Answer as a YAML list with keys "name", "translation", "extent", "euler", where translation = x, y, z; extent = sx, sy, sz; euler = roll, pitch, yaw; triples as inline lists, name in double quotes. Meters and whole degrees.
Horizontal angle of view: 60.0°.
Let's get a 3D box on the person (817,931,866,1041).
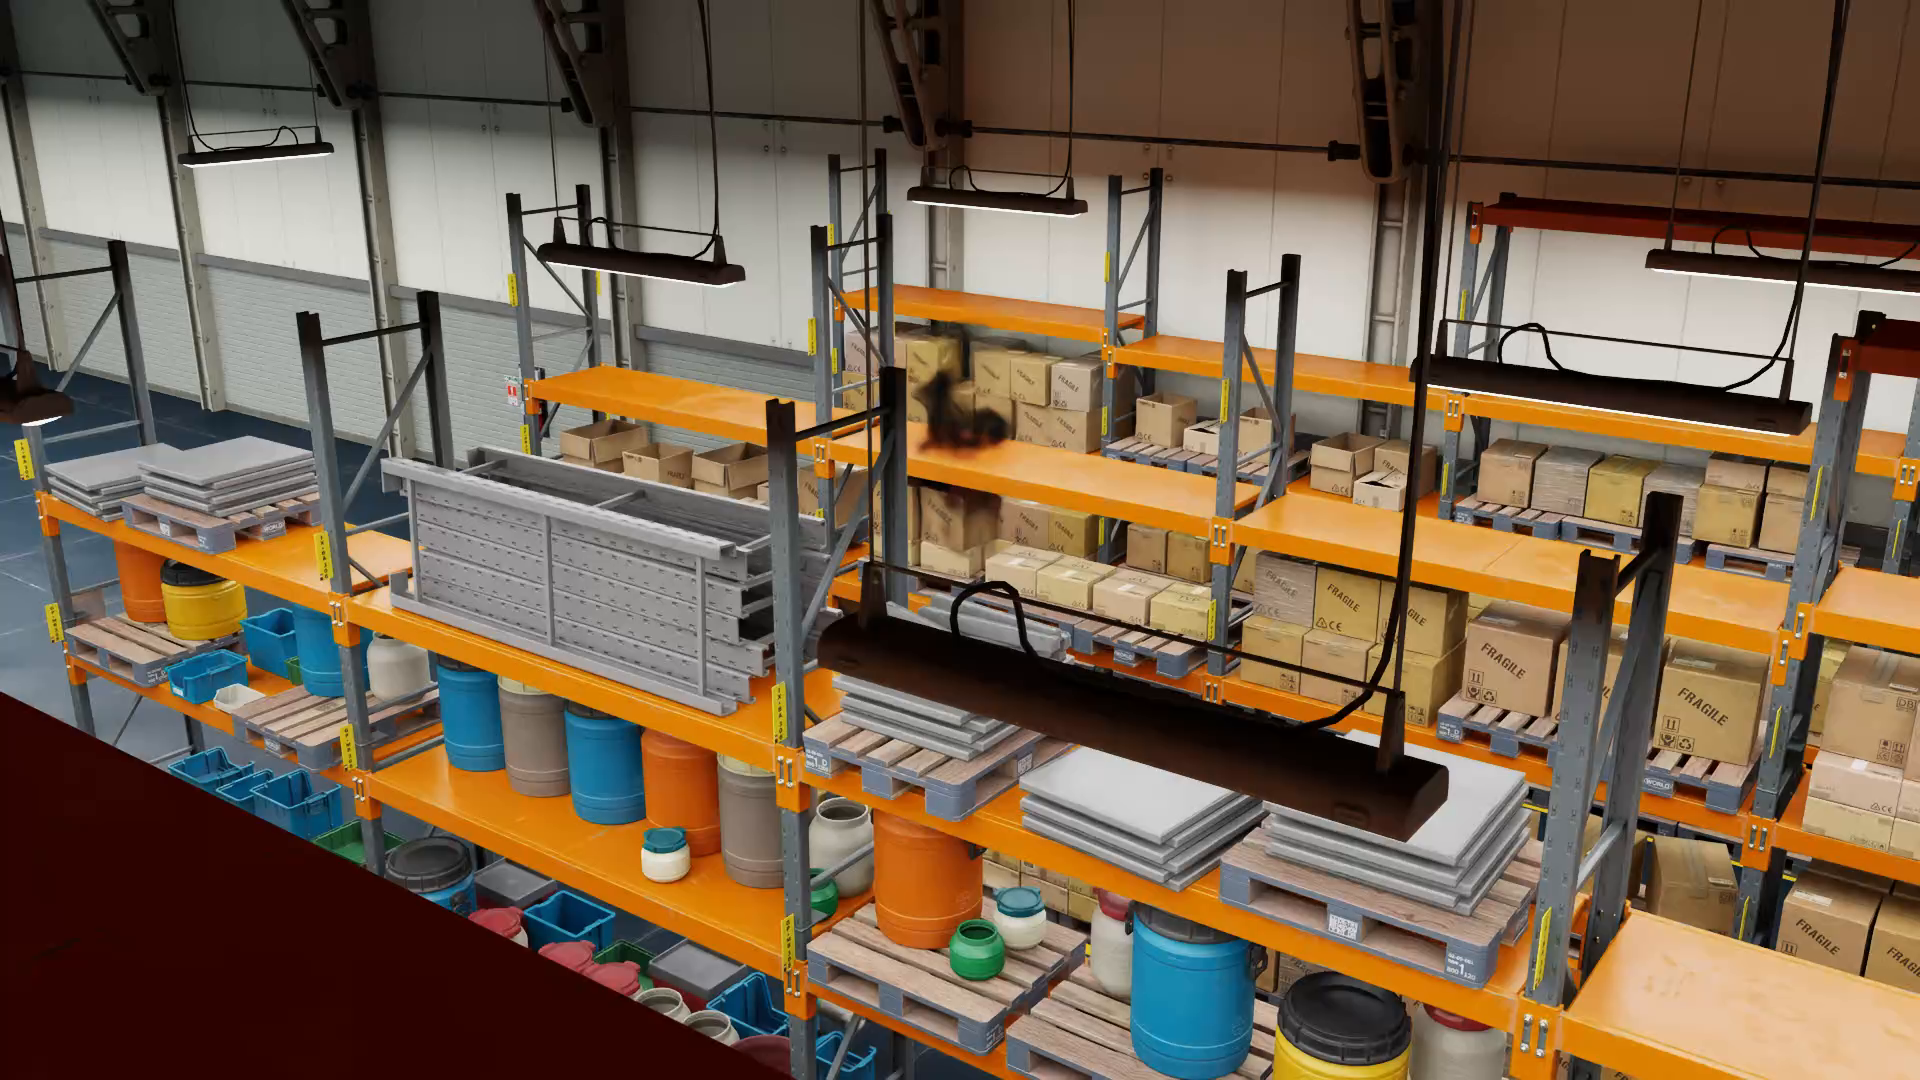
- name: "person"
  translation: [-1.056, 3.194, 12.996]
  extent: [0.803, 1.632, 0.620]
  euler: [8, 20, 24]
